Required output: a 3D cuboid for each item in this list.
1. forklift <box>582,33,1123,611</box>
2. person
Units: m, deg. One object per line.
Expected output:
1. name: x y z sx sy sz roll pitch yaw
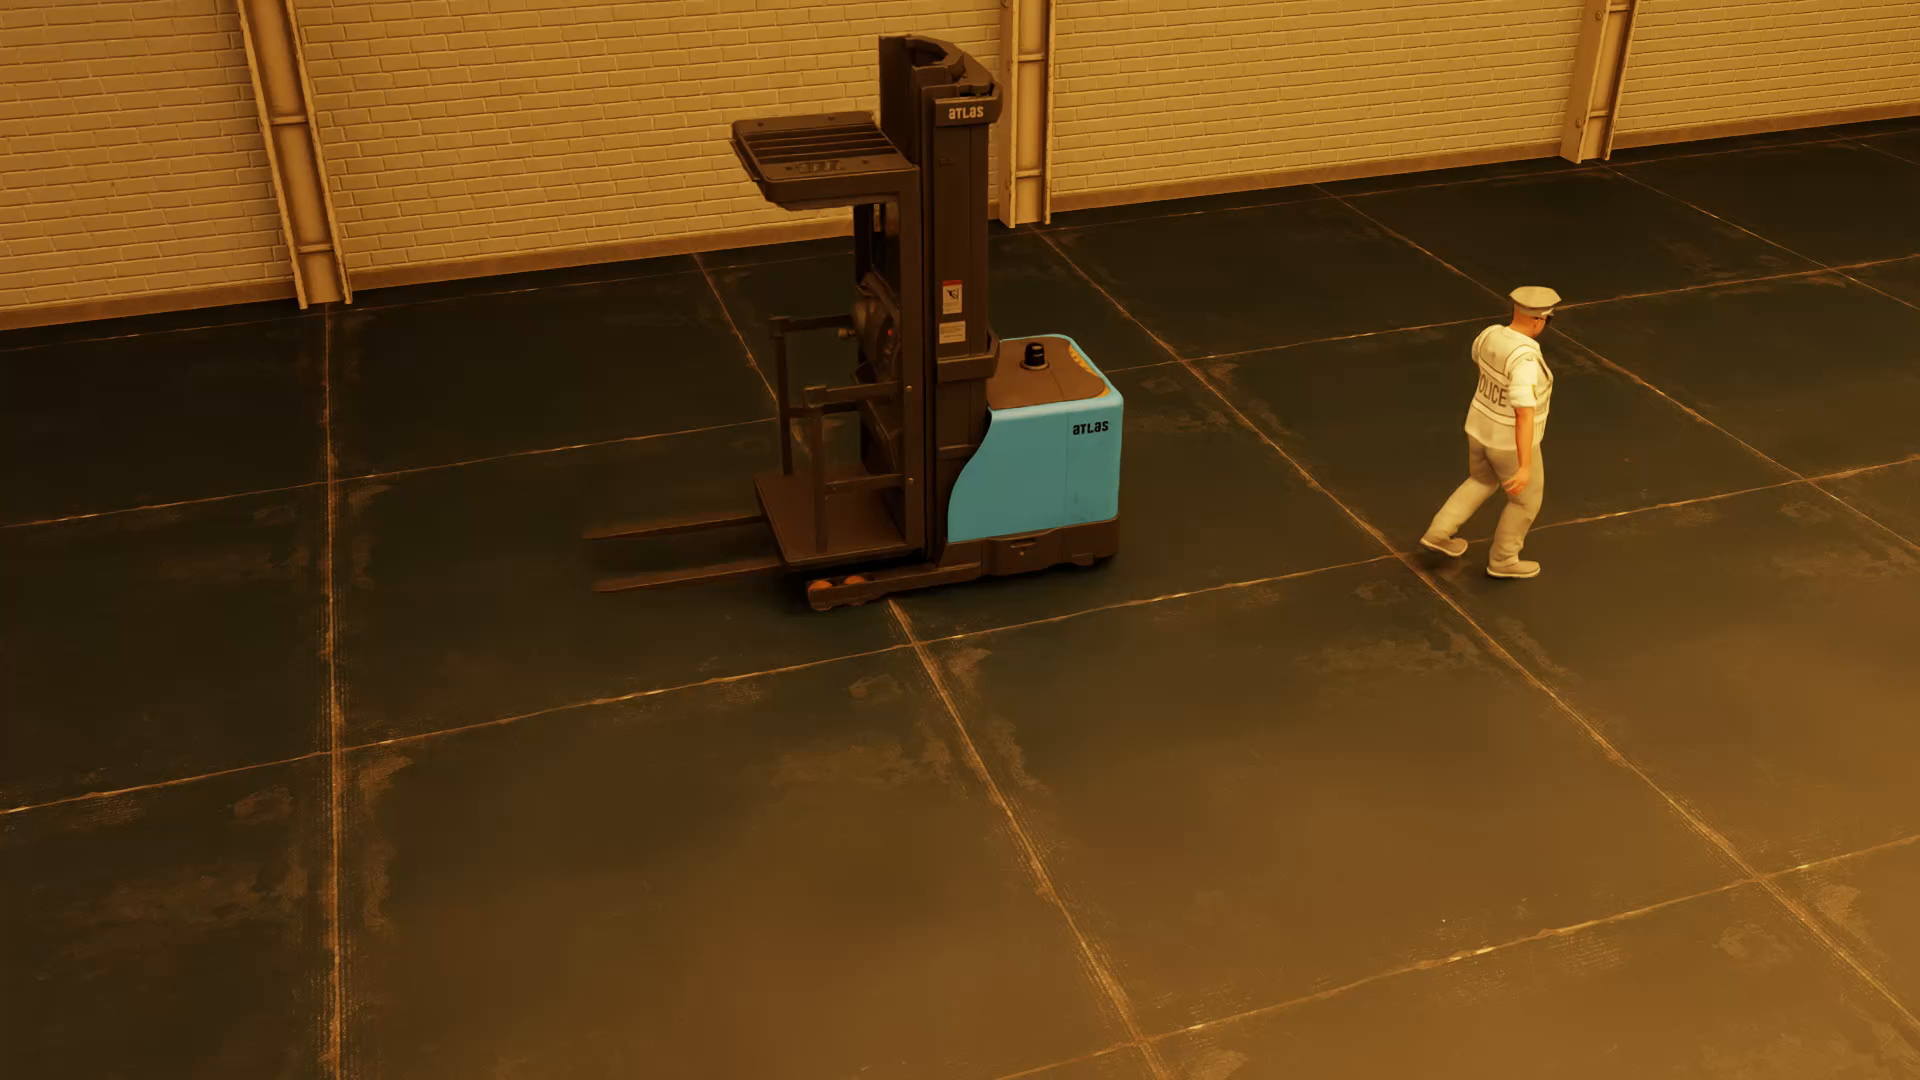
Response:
1. forklift: -0.646 -1.166 9.113 3.031 2.935 1.130 -8 31 -14
2. person: 3.064 -0.575 9.302 0.680 1.730 0.870 -10 31 -16
